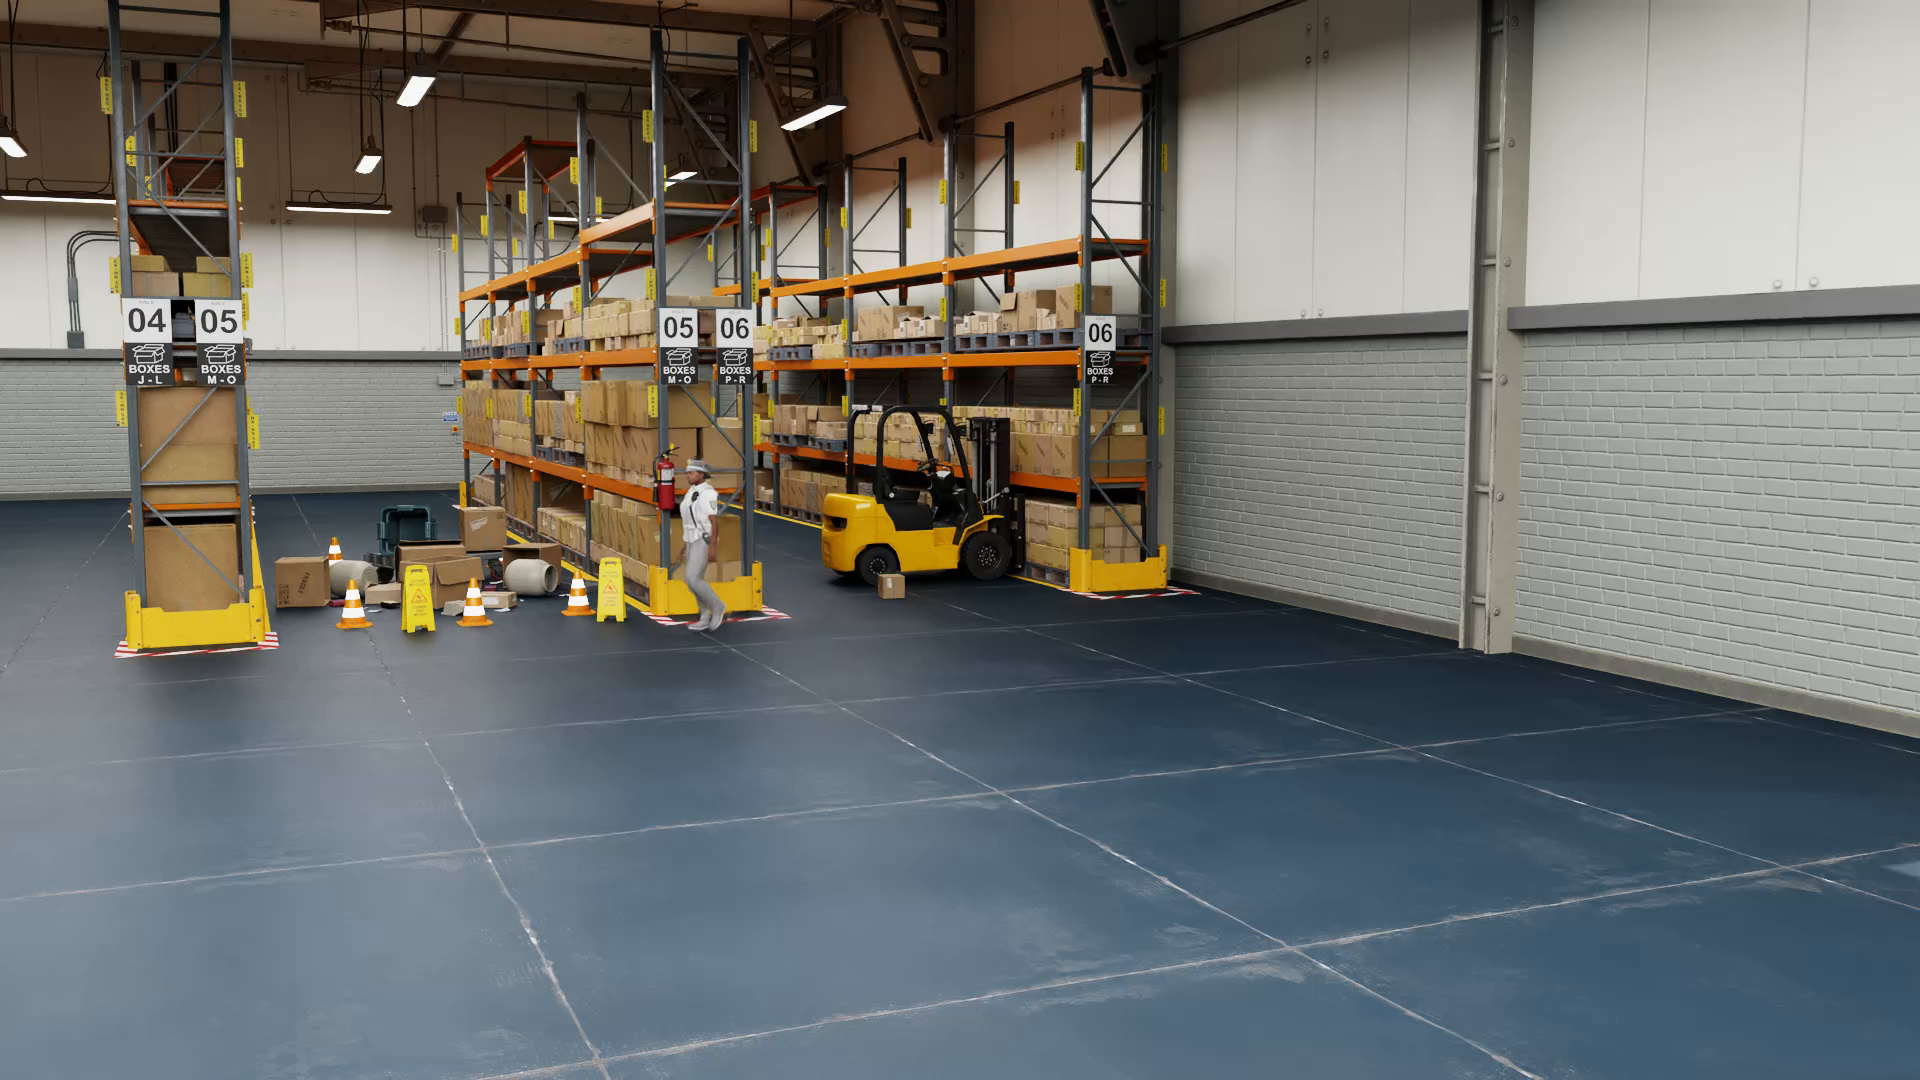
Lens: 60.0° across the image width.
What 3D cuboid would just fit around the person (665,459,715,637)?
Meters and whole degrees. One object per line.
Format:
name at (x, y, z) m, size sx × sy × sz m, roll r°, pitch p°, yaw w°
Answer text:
person at (-2.619, 0.082, 16.137) m, size 0.512 × 1.735 × 0.470 m, roll -3°, pitch 6°, yaw -32°
